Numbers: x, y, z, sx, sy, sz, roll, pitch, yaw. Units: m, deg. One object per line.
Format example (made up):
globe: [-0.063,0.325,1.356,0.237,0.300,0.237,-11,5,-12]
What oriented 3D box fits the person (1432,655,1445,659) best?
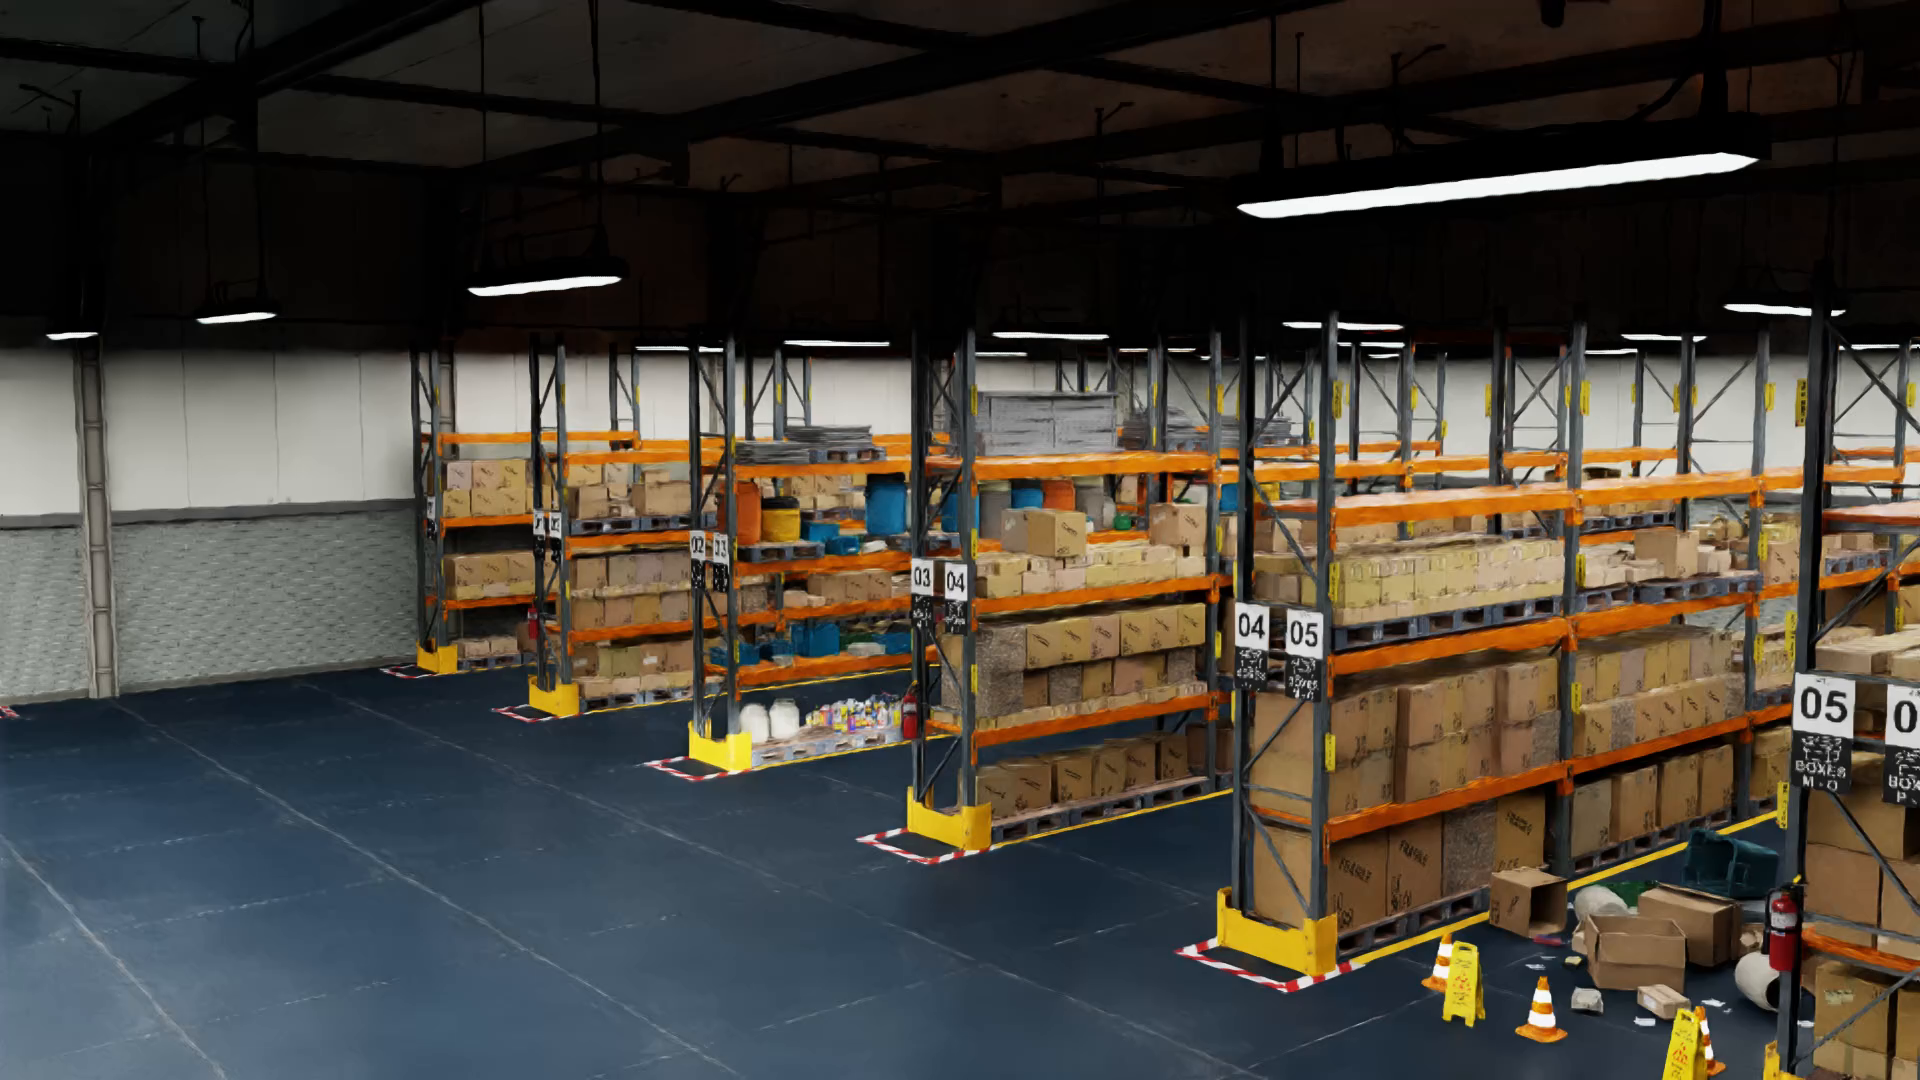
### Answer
person: [6.513,2.231,22.448,0.546,1.733,0.729,-5,7,-41]
